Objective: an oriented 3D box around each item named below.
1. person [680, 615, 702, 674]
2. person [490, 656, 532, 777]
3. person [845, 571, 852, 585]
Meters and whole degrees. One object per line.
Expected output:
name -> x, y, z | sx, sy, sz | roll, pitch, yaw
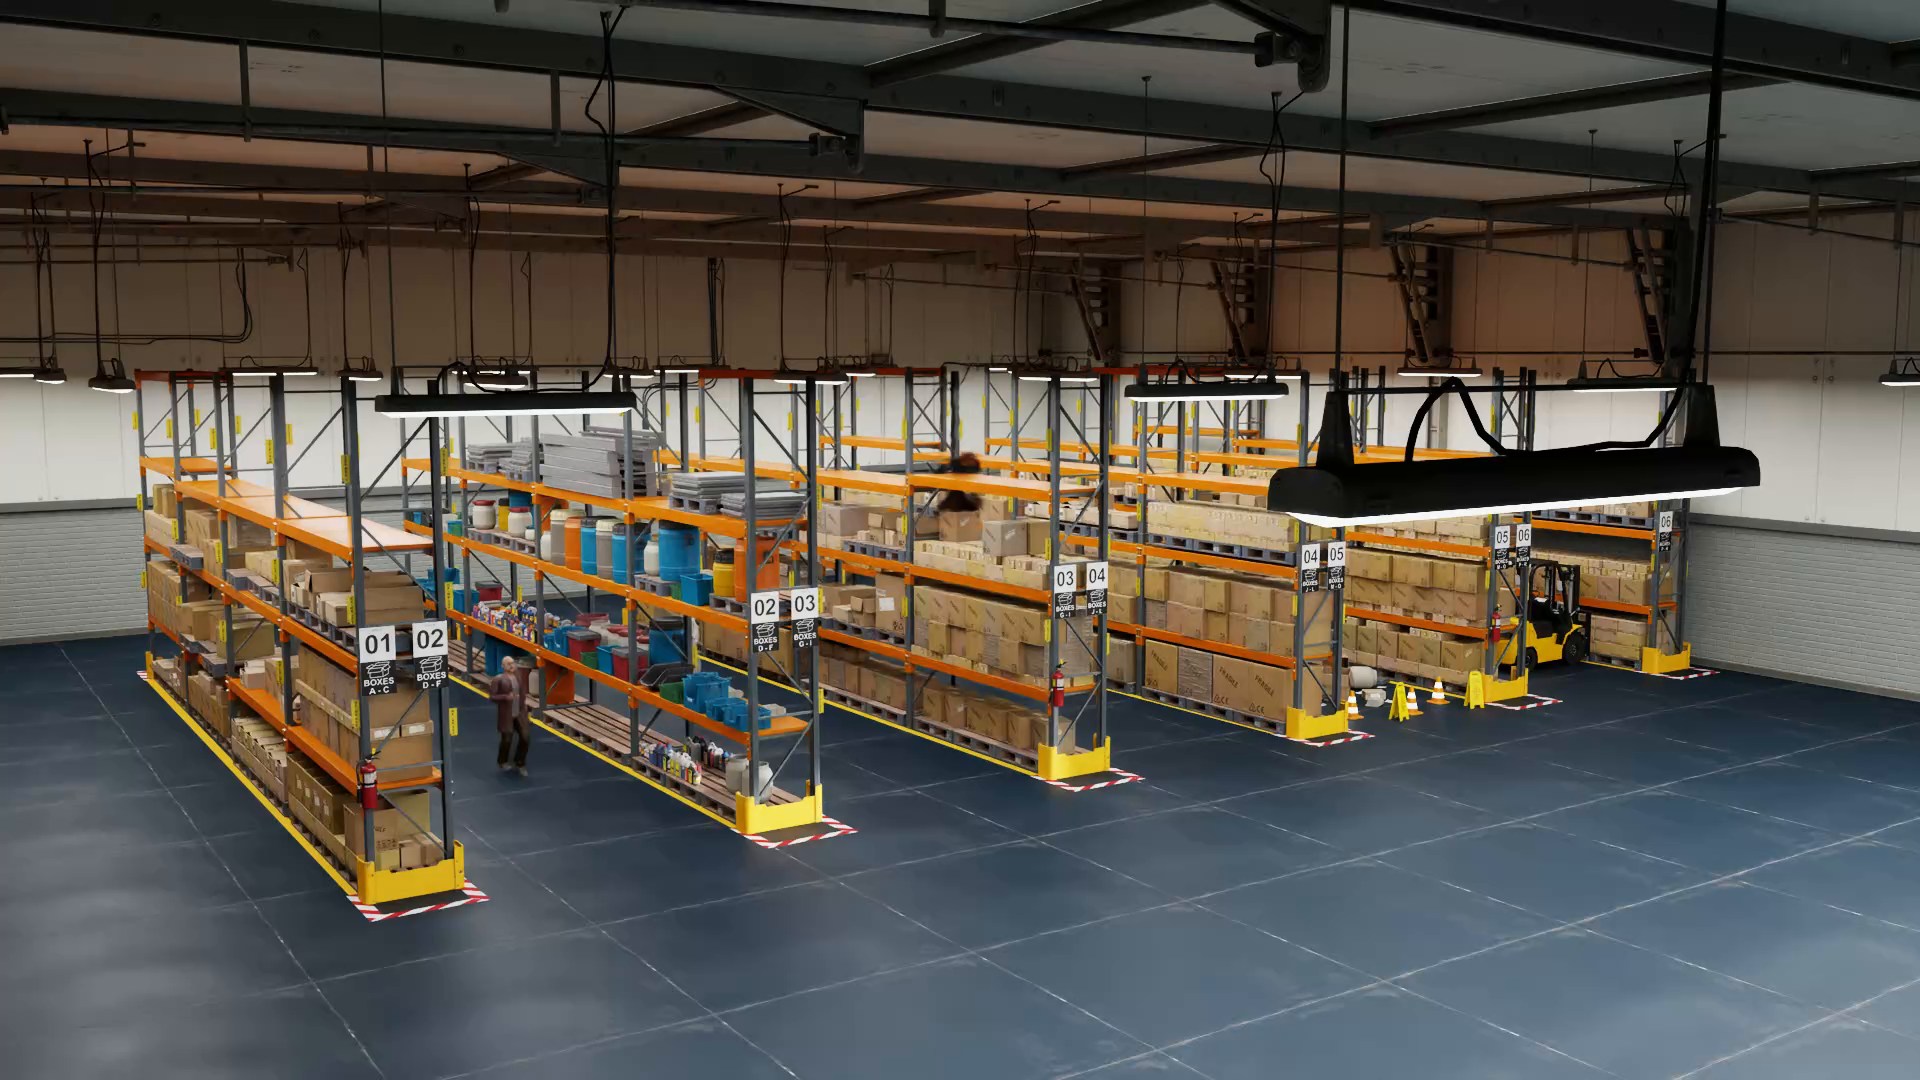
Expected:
person -> -5.038, 2.010, 30.510 | 0.608, 1.813, 0.909 | -5, 8, -37
person -> -6.704, 2.648, 24.885 | 0.685, 1.826, 0.776 | -6, 8, -40
person -> -2.804, 0.754, 42.078 | 0.521, 1.678, 0.737 | 2, 7, 20
